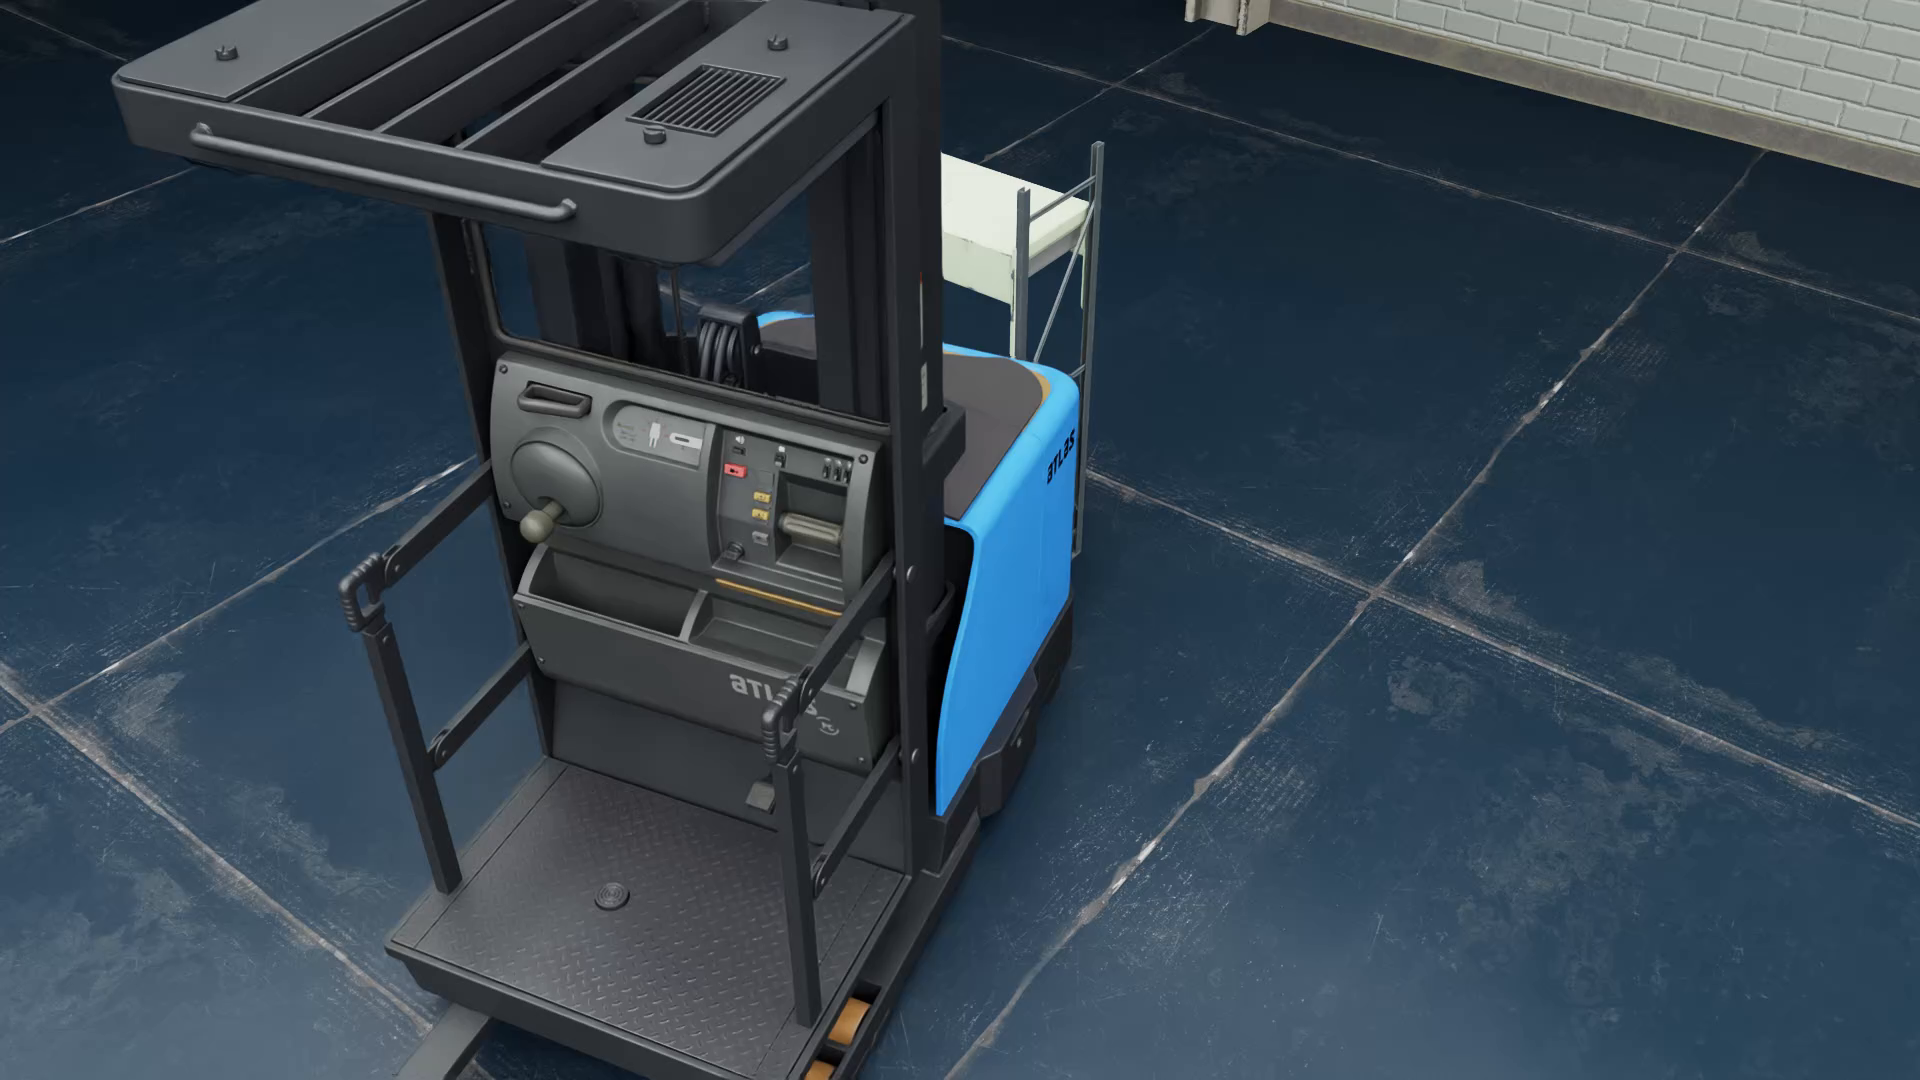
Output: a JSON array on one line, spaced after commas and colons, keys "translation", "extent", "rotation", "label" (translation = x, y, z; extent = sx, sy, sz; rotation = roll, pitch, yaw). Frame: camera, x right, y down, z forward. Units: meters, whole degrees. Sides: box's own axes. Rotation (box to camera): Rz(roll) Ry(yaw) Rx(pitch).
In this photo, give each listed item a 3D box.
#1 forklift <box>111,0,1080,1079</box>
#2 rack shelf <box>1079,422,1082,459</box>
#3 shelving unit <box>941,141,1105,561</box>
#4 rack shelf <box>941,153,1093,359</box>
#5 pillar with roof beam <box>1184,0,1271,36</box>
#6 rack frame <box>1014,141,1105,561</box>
[{"translation": [-0.695, -0.054, 3.442], "extent": [1.130, 2.935, 3.031], "rotation": [15, 40, 18], "label": "forklift"}, {"translation": [-0.005, -0.336, 5.492], "extent": [0.720, 0.370, 0.431], "rotation": [25, 45, 29], "label": "rack shelf"}, {"translation": [-0.005, -0.593, 5.291], "extent": [0.755, 1.500, 0.431], "rotation": [25, 45, 29], "label": "shelving unit"}, {"translation": [-0.005, -0.900, 5.050], "extent": [0.720, 0.370, 0.431], "rotation": [25, 45, 29], "label": "rack shelf"}, {"translation": [-1.075, -4.429, 4.108], "extent": [0.400, 9.000, 9.100], "rotation": [25, 45, 29], "label": "pillar with roof beam"}, {"translation": [0.285, -0.456, 5.116], "extent": [0.023, 1.500, 0.400], "rotation": [25, 45, 29], "label": "rack frame"}]
